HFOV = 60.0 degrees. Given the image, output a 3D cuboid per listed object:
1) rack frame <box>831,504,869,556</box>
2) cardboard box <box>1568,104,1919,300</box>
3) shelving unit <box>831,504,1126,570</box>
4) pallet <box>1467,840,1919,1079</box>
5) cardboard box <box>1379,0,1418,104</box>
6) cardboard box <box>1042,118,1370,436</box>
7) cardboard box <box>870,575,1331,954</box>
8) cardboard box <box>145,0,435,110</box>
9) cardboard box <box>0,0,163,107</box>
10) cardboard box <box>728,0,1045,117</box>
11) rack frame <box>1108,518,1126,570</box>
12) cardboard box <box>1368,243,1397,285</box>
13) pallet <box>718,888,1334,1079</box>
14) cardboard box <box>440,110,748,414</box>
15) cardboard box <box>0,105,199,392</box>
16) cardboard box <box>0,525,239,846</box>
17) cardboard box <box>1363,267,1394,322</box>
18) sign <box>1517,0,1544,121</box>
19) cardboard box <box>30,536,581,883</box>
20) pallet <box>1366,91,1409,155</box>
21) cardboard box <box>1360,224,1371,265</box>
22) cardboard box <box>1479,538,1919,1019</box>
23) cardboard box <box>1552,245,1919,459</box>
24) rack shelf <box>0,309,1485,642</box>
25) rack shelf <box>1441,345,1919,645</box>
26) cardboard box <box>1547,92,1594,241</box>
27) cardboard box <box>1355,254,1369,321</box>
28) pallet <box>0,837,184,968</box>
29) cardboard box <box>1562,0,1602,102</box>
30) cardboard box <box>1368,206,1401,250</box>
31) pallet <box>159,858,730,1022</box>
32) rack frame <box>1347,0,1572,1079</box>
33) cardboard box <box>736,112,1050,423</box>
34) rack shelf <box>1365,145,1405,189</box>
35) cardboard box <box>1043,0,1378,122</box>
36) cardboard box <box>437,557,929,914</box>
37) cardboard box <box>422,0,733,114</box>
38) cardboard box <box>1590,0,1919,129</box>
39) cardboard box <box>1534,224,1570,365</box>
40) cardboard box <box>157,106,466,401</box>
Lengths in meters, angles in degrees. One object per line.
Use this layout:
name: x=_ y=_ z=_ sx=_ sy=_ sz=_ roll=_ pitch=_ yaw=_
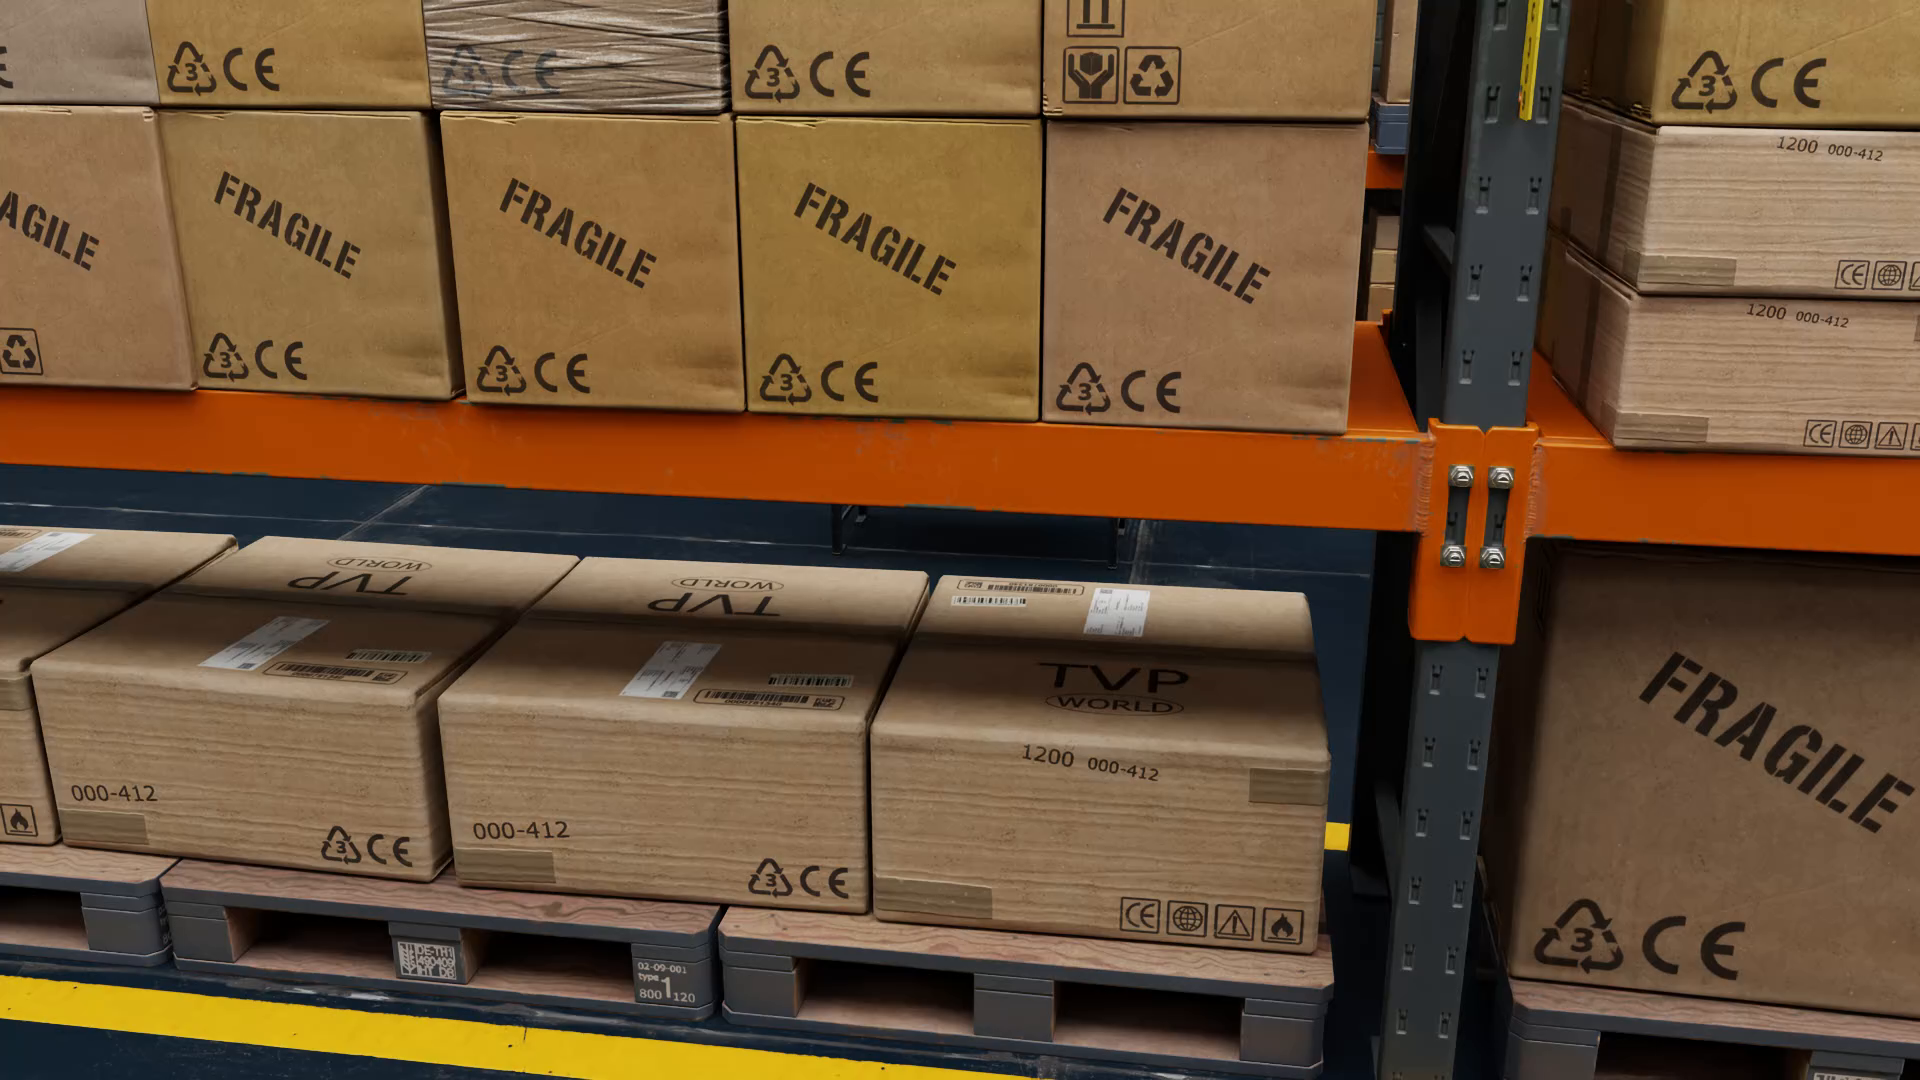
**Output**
rack frame: x=-0.418 y=-0.733 z=6.129 sx=0.032 sy=1.500 sz=0.500 roll=3 pitch=19 yaw=9
cardboard box: x=1.313 y=-0.561 z=2.701 sx=0.500 sy=0.250 sz=0.500 roll=2 pitch=19 yaw=7
shelving unit: x=0.084 y=-0.707 z=6.052 sx=1.048 sy=1.500 sz=0.538 roll=3 pitch=19 yaw=9
pallet: x=1.697 y=0.832 z=3.484 sx=1.213 sy=0.211 sz=1.003 roll=3 pitch=19 yaw=9
cardboard box: x=2.149 y=-2.213 z=7.370 sx=0.500 sy=0.500 sz=0.700 roll=3 pitch=19 yaw=10
cardboard box: x=0.425 y=-0.496 z=2.901 sx=0.500 sy=0.500 sz=0.500 roll=3 pitch=19 yaw=9
cardboard box: x=0.320 y=0.445 z=3.622 sx=0.875 sy=0.438 sz=0.875 roll=3 pitch=19 yaw=8
cardboard box: x=-1.084 y=-1.043 z=2.959 sx=0.500 sy=0.500 sz=0.500 roll=3 pitch=19 yaw=9
cardboard box: x=-1.577 y=-1.068 z=3.034 sx=0.500 sy=0.500 sz=0.500 roll=3 pitch=19 yaw=8
cardboard box: x=-0.086 y=-0.992 z=2.809 sx=0.500 sy=0.500 sz=0.500 roll=3 pitch=19 yaw=8
rack frame: x=0.586 y=-0.681 z=5.976 sx=0.032 sy=1.500 sz=0.500 roll=3 pitch=19 yaw=9
cardboard box: x=2.019 y=-1.281 z=7.659 sx=0.250 sy=0.149 sz=0.380 roll=4 pitch=19 yaw=11
pallet: x=0.185 y=0.754 z=3.717 sx=1.213 sy=0.211 sz=1.003 roll=3 pitch=19 yaw=9
cardboard box: x=-0.583 y=-0.541 z=3.035 sx=0.500 sy=0.500 sz=0.500 roll=3 pitch=19 yaw=8
cardboard box: x=-1.594 y=-0.592 z=3.188 sx=0.500 sy=0.500 sz=0.500 roll=3 pitch=19 yaw=8
cardboard box: x=-2.359 y=0.311 z=4.023 sx=0.875 sy=0.438 sz=0.875 roll=2 pitch=19 yaw=7
cardboard box: x=2.149 y=-0.980 z=7.781 sx=0.500 sy=0.500 sz=0.500 roll=4 pitch=19 yaw=11
sign: x=0.837 y=-0.780 z=2.417 sx=0.005 sy=0.325 sz=0.100 roll=3 pitch=19 yaw=9
cardboard box: x=-1.454 y=0.354 z=3.893 sx=0.875 sy=0.438 sz=0.875 roll=3 pitch=19 yaw=10
pallet: x=2.479 y=-1.895 z=7.543 sx=1.213 sy=0.211 sz=1.003 roll=3 pitch=19 yaw=9
cardboard box: x=2.116 y=-1.454 z=8.177 sx=0.250 sy=0.149 sz=0.380 roll=2 pitch=19 yaw=6
cardboard box: x=1.548 y=0.309 z=3.339 sx=0.875 sy=0.875 sz=0.875 roll=4 pitch=19 yaw=10
cardboard box: x=1.316 y=-0.330 z=2.797 sx=0.500 sy=0.250 sz=0.500 roll=2 pitch=19 yaw=7
rack shelf: x=-1.051 y=-0.265 z=3.502 sx=4.000 sy=0.370 sz=1.077 roll=3 pitch=19 yaw=9
rack shelf: x=2.898 y=-0.064 z=2.900 sx=4.000 sy=0.370 sz=1.077 roll=3 pitch=19 yaw=9
cardboard box: x=1.397 y=-0.725 z=3.193 sx=0.500 sy=0.250 sz=0.500 roll=3 pitch=19 yaw=9
cardboard box: x=2.239 y=-1.142 z=8.268 sx=0.500 sy=0.500 sz=0.500 roll=3 pitch=19 yaw=8
pallet: x=-2.224 y=0.631 z=4.084 sx=1.213 sy=0.211 sz=1.003 roll=3 pitch=19 yaw=9
cardboard box: x=1.404 y=-1.083 z=3.080 sx=0.500 sy=0.500 sz=0.500 roll=4 pitch=19 yaw=10
cardboard box: x=2.029 y=-1.441 z=7.668 sx=0.250 sy=0.149 sz=0.380 roll=3 pitch=19 yaw=8
pallet: x=-1.023 y=0.693 z=3.898 sx=1.213 sy=0.211 sz=1.003 roll=3 pitch=19 yaw=9
rack frame: x=0.923 y=-0.506 z=3.087 sx=0.127 sy=3.000 sz=1.000 roll=3 pitch=19 yaw=9
cardboard box: x=-0.084 y=-0.520 z=2.973 sx=0.500 sy=0.500 sz=0.500 roll=2 pitch=19 yaw=7
rack shelf: x=3.682 y=-1.619 z=7.548 sx=4.000 sy=0.370 sz=1.077 roll=3 pitch=19 yaw=9
cardboard box: x=0.414 y=-0.964 z=2.725 sx=0.500 sy=0.500 sz=0.500 roll=3 pitch=19 yaw=8
cardboard box: x=-0.564 y=0.400 z=3.756 sx=0.875 sy=0.438 sz=0.875 roll=2 pitch=19 yaw=7
cardboard box: x=-0.590 y=-1.015 z=2.876 sx=0.500 sy=0.500 sz=0.500 roll=3 pitch=19 yaw=9
cardboard box: x=1.312 y=-0.915 z=2.577 sx=0.500 sy=0.500 sz=0.500 roll=3 pitch=19 yaw=9
cardboard box: x=1.406 y=-0.491 z=3.279 sx=0.500 sy=0.250 sz=0.500 roll=2 pitch=19 yaw=7
cardboard box: x=-1.097 y=-0.572 z=3.128 sx=0.500 sy=0.500 sz=0.500 roll=4 pitch=19 yaw=10
